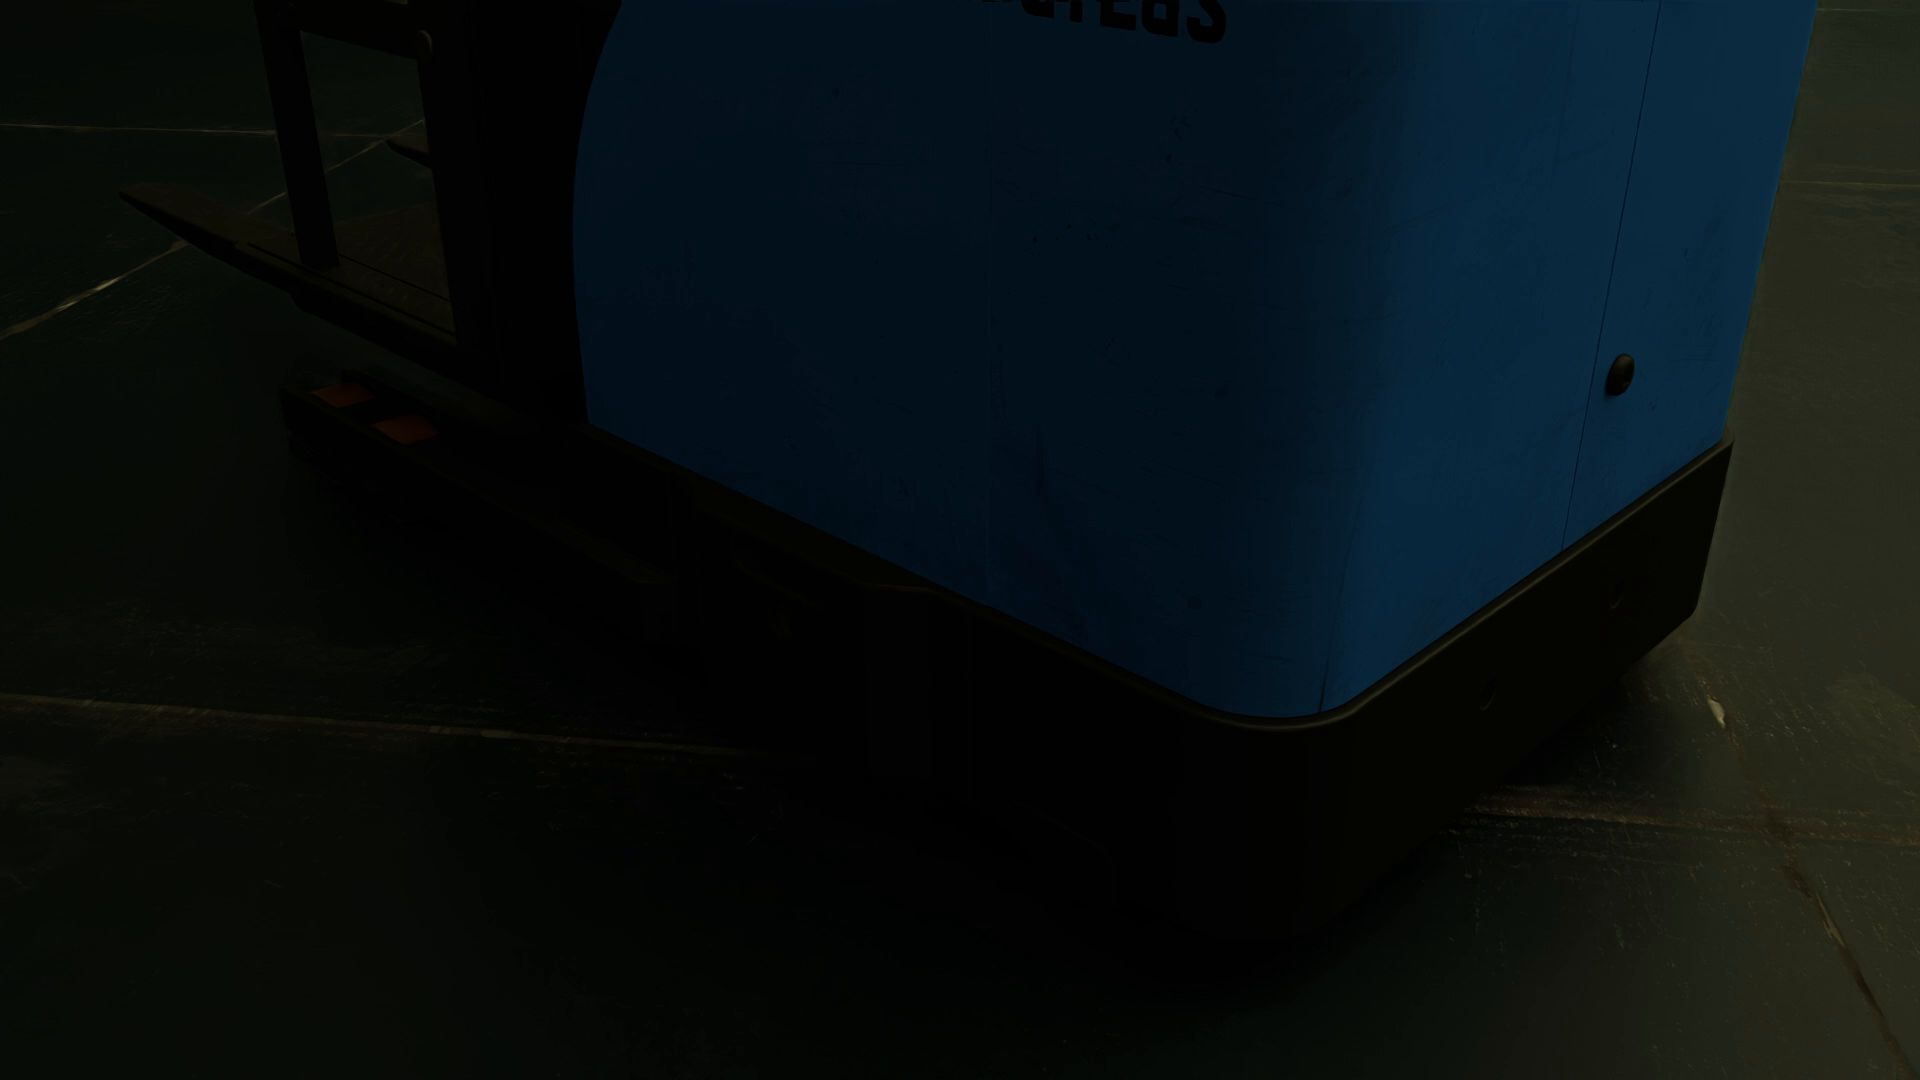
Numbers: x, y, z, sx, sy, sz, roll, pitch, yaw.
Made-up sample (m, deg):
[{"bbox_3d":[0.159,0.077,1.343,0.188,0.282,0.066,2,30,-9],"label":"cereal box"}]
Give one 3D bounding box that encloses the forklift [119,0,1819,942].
[{"bbox_3d":[-0.439,-1.485,2.193,3.031,2.935,1.130,23,35,39],"label":"forklift"}]
